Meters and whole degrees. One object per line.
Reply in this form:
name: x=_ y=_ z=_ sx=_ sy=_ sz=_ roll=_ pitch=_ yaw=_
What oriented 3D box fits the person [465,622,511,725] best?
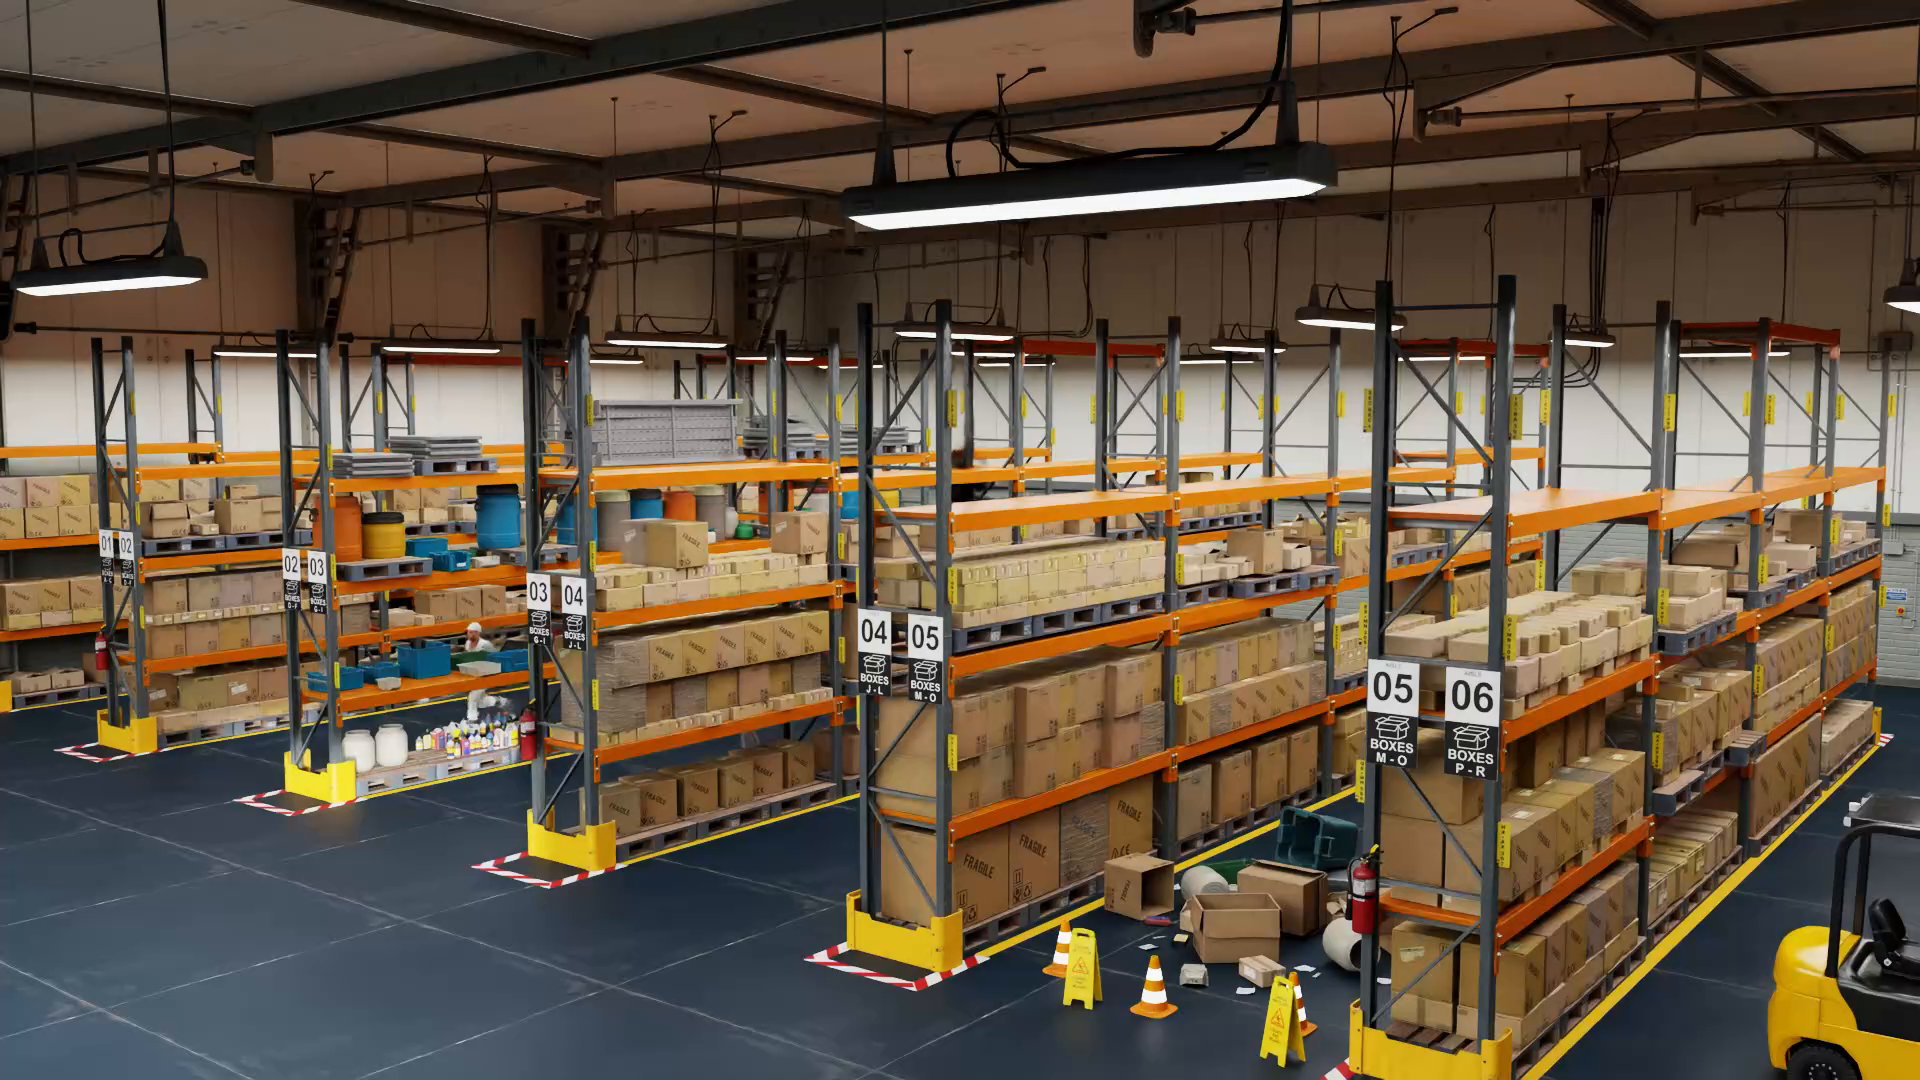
person: x=-7.243 y=2.111 z=25.335 sx=0.664 sy=1.766 sz=0.949 roll=4 pitch=6 yaw=38

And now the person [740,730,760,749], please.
person: x=-3.018 y=2.247 z=23.412 sx=0.685 sy=1.826 sz=0.775 roll=3 pitch=6 yaw=29
